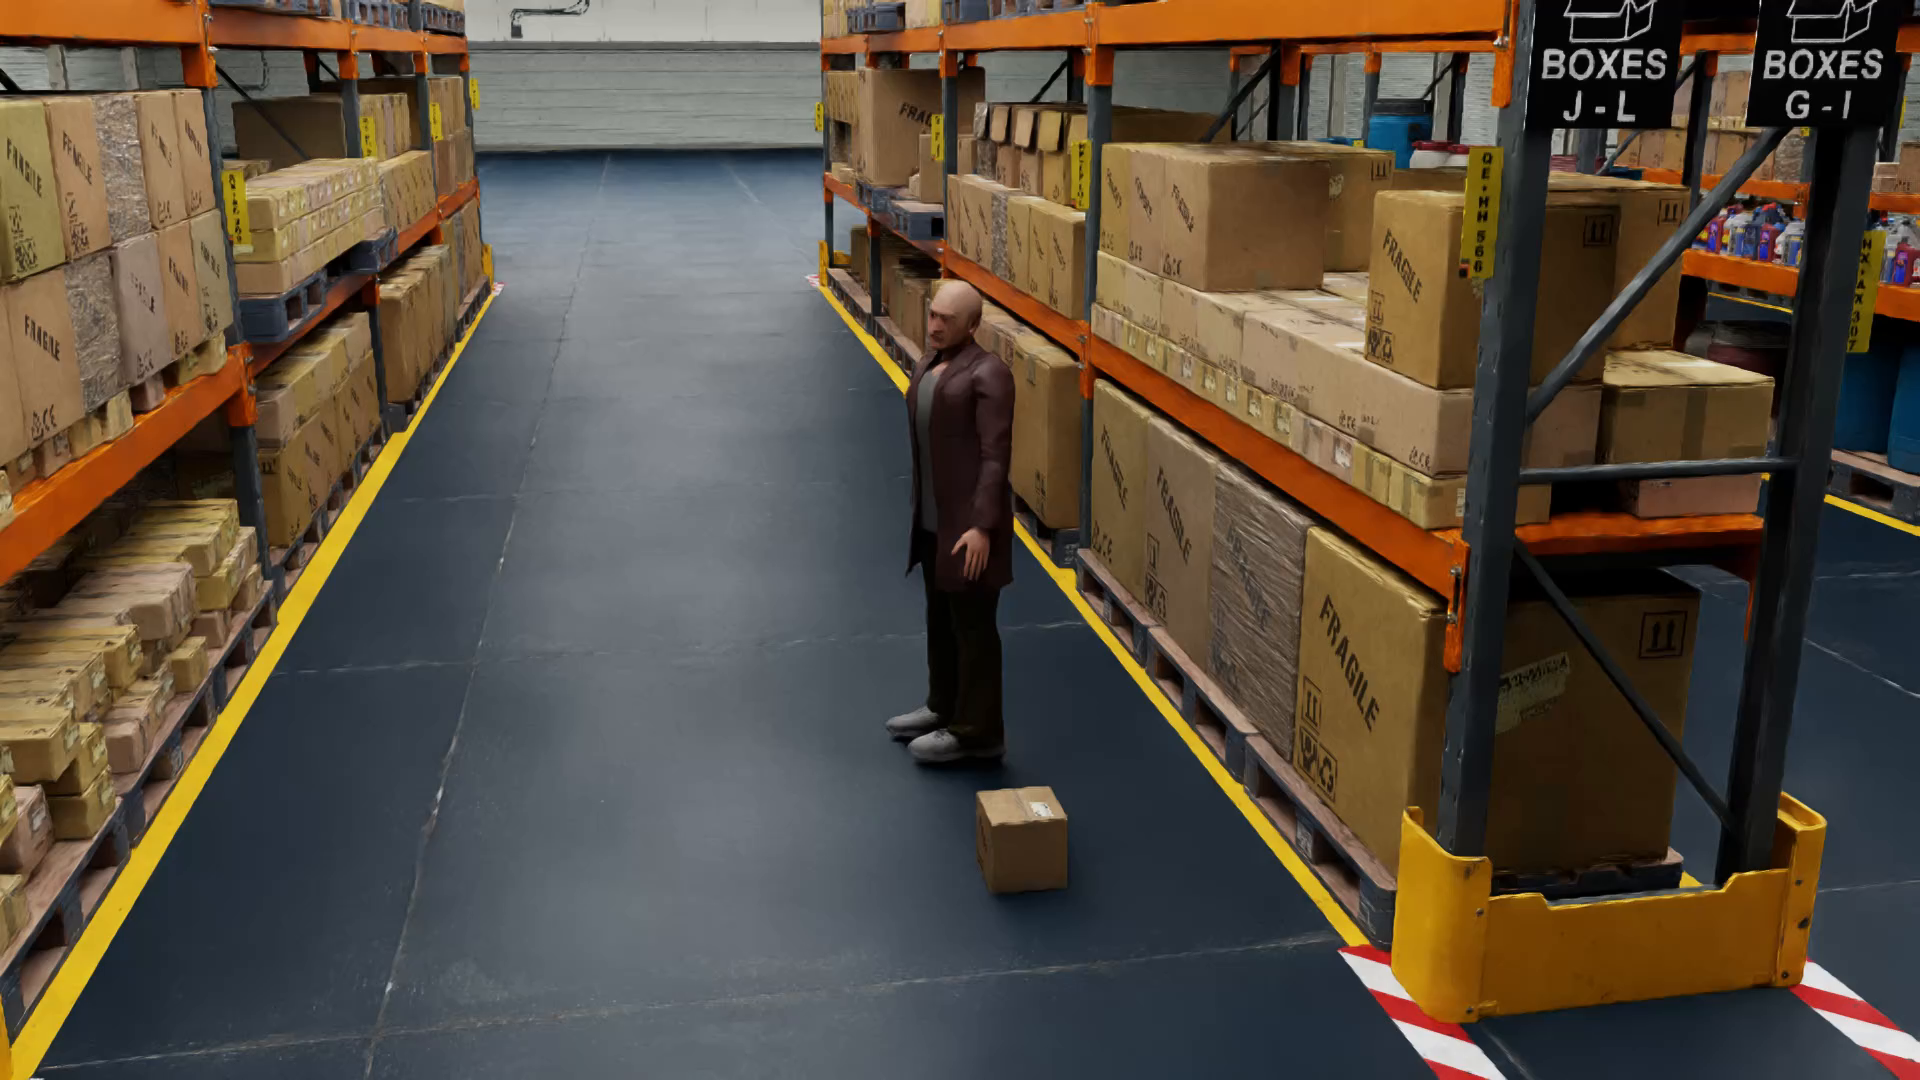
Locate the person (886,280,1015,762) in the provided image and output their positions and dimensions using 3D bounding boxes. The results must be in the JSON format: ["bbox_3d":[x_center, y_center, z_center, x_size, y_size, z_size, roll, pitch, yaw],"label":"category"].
[{"bbox_3d":[-0.041,-0.059,6.165,0.413,1.791,0.634,-10,19,-30],"label":"person"}]
